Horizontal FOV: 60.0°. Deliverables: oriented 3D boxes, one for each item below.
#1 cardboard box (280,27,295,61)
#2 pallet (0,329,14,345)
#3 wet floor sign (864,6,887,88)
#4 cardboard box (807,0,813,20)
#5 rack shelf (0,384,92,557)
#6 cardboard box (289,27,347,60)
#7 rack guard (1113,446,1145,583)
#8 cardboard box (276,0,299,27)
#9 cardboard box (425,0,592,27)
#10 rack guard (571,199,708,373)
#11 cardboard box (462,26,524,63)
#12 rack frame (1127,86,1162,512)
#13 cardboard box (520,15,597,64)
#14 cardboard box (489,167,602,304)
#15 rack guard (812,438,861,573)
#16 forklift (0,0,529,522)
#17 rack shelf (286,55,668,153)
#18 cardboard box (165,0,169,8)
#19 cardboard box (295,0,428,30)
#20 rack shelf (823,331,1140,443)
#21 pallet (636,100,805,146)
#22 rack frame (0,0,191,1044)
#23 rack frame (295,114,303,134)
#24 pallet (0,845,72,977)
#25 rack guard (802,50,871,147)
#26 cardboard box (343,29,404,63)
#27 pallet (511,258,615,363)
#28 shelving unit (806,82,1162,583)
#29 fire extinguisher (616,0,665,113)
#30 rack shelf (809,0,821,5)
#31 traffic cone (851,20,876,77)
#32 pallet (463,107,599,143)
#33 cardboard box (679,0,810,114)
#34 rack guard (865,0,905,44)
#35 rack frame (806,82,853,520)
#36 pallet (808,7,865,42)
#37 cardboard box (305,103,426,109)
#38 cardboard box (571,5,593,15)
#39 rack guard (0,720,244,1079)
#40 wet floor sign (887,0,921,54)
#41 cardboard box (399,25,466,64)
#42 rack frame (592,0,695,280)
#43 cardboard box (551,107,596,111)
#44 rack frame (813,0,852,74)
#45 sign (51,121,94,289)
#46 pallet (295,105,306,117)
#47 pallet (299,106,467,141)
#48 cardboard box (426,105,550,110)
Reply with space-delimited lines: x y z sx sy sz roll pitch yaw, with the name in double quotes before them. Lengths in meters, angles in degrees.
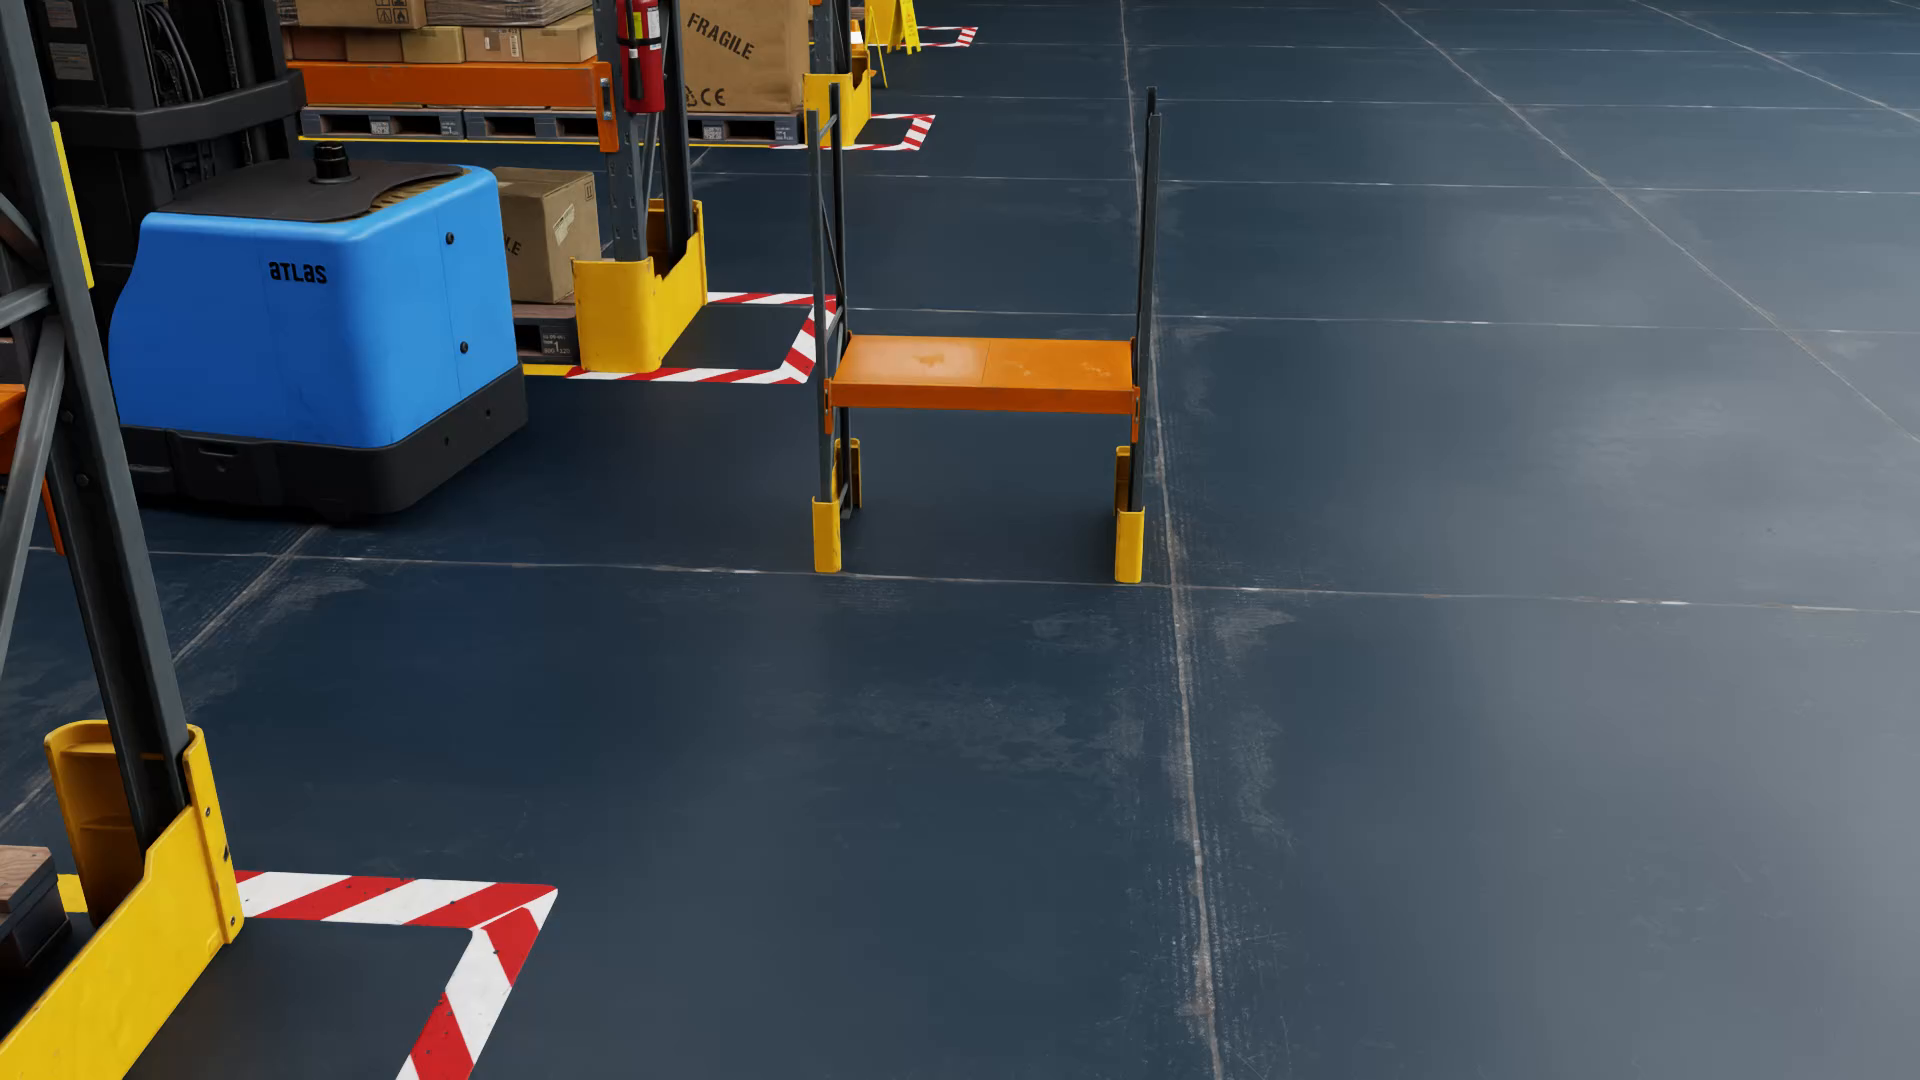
"cardboard box" -2.950 -2.186 7.212 0.250 0.149 0.380 2 25 4
"pallet" -4.718 -1.198 8.101 1.213 0.211 1.003 2 25 4
"wet floor sign" -0.741 -4.162 14.024 0.232 0.644 0.267 -2 25 -5
"cardboard box" -1.494 -5.330 16.532 0.500 0.250 0.500 2 25 4
"rack shelf" -3.775 -0.017 3.058 4.000 0.370 1.077 2 25 4
"cardboard box" -2.699 -2.187 7.215 0.250 0.149 0.380 2 25 4
"rack guard" 0.573 -0.095 5.658 0.087 0.250 0.587 2 25 4
"cardboard box" -2.951 -2.553 7.235 0.500 0.500 0.875 2 25 4
"cardboard box" -1.948 -2.553 7.235 0.500 0.500 0.875 2 25 4
"rack guard" -1.478 -1.211 7.783 0.348 0.500 1.175 2 25 4
"cardboard box" -1.951 -2.161 7.158 0.250 0.149 0.380 2 25 4
"rack frame" 0.592 -0.662 5.395 0.032 1.500 0.500 2 25 4
"cardboard box" -1.702 -2.153 7.140 0.250 0.149 0.380 2 25 4
"cardboard box" -2.023 -1.426 7.748 0.500 0.500 0.500 6 25 14
"rack guard" -0.421 -0.127 5.727 0.087 0.250 0.587 2 25 4
"forklift" -3.289 -1.714 5.968 3.031 2.935 1.130 6 25 13
"rack shelf" -3.396 -2.081 7.544 4.000 0.370 1.077 2 25 4
"cardboard box" -3.449 -2.574 7.280 0.500 0.500 0.875 2 25 4
"cardboard box" -2.456 -2.519 7.161 0.500 0.500 0.875 2 25 4
"rack shelf" 0.085 -0.515 5.506 1.000 0.185 0.538 2 25 4
"pallet" -1.725 -3.134 12.308 1.213 0.211 1.003 2 25 4
"rack frame" -1.781 -0.279 2.769 0.127 3.000 1.000 2 25 4
"rack frame" -4.910 -4.536 12.019 0.127 3.000 1.000 2 25 4
"pallet" -2.670 0.976 3.376 1.213 0.211 1.003 2 25 4
"rack guard" -0.898 -3.271 12.261 0.348 0.500 1.175 2 25 4
"cardboard box" -2.452 -2.162 7.160 0.250 0.149 0.380 2 25 4
"pallet" -2.285 -1.120 7.932 1.213 0.211 1.003 2 25 4
"shelving unit" 0.076 -0.679 5.431 1.083 1.500 0.587 2 25 4
"fire extinguisher" -1.323 -2.113 6.846 0.183 0.674 0.296 2 25 4
"rack shelf" -2.916 -4.145 12.030 4.000 0.370 1.077 2 25 4
"traffic cone" -0.917 -4.324 14.594 0.334 0.463 0.336 2 25 4
"pallet" -2.938 -3.174 12.395 1.213 0.211 1.003 2 25 4
"cardboard box" -1.603 -3.627 12.084 0.875 0.875 0.875 2 25 4
"rack guard" -0.719 -5.341 16.759 0.348 0.500 1.175 2 25 4
"rack frame" -0.422 -0.695 5.466 0.032 1.500 0.500 2 25 4
"pallet" -1.526 -5.250 16.908 1.213 0.211 1.003 2 25 4
"cardboard box" -4.288 -3.712 12.268 0.875 0.875 0.875 2 25 5
"cardboard box" -1.668 -2.338 7.543 0.250 0.149 0.380 2 25 4
"rack guard" -1.861 0.873 3.254 0.348 0.500 1.175 2 25 4
"wet floor sign" -0.536 -4.952 15.741 0.232 0.644 0.267 11 27 22
"cardboard box" -2.204 -2.147 7.129 0.250 0.149 0.380 2 25 4
"rack frame" -1.402 -2.344 7.255 0.127 3.000 1.000 2 25 4
"cardboard box" -2.480 -3.655 12.144 0.875 0.875 0.875 1 25 3
"rack frame" -0.922 -4.408 11.741 0.127 3.000 1.000 2 25 4
"sign" -1.735 -0.634 3.209 0.005 0.325 0.100 2 25 4
"pallet" -5.685 -3.262 12.587 1.213 0.211 1.003 2 25 4
"pallet" -4.158 -3.212 12.478 1.213 0.211 1.003 2 25 4
"cardboard box" -3.389 -3.685 12.209 0.875 0.875 0.875 2 25 4
